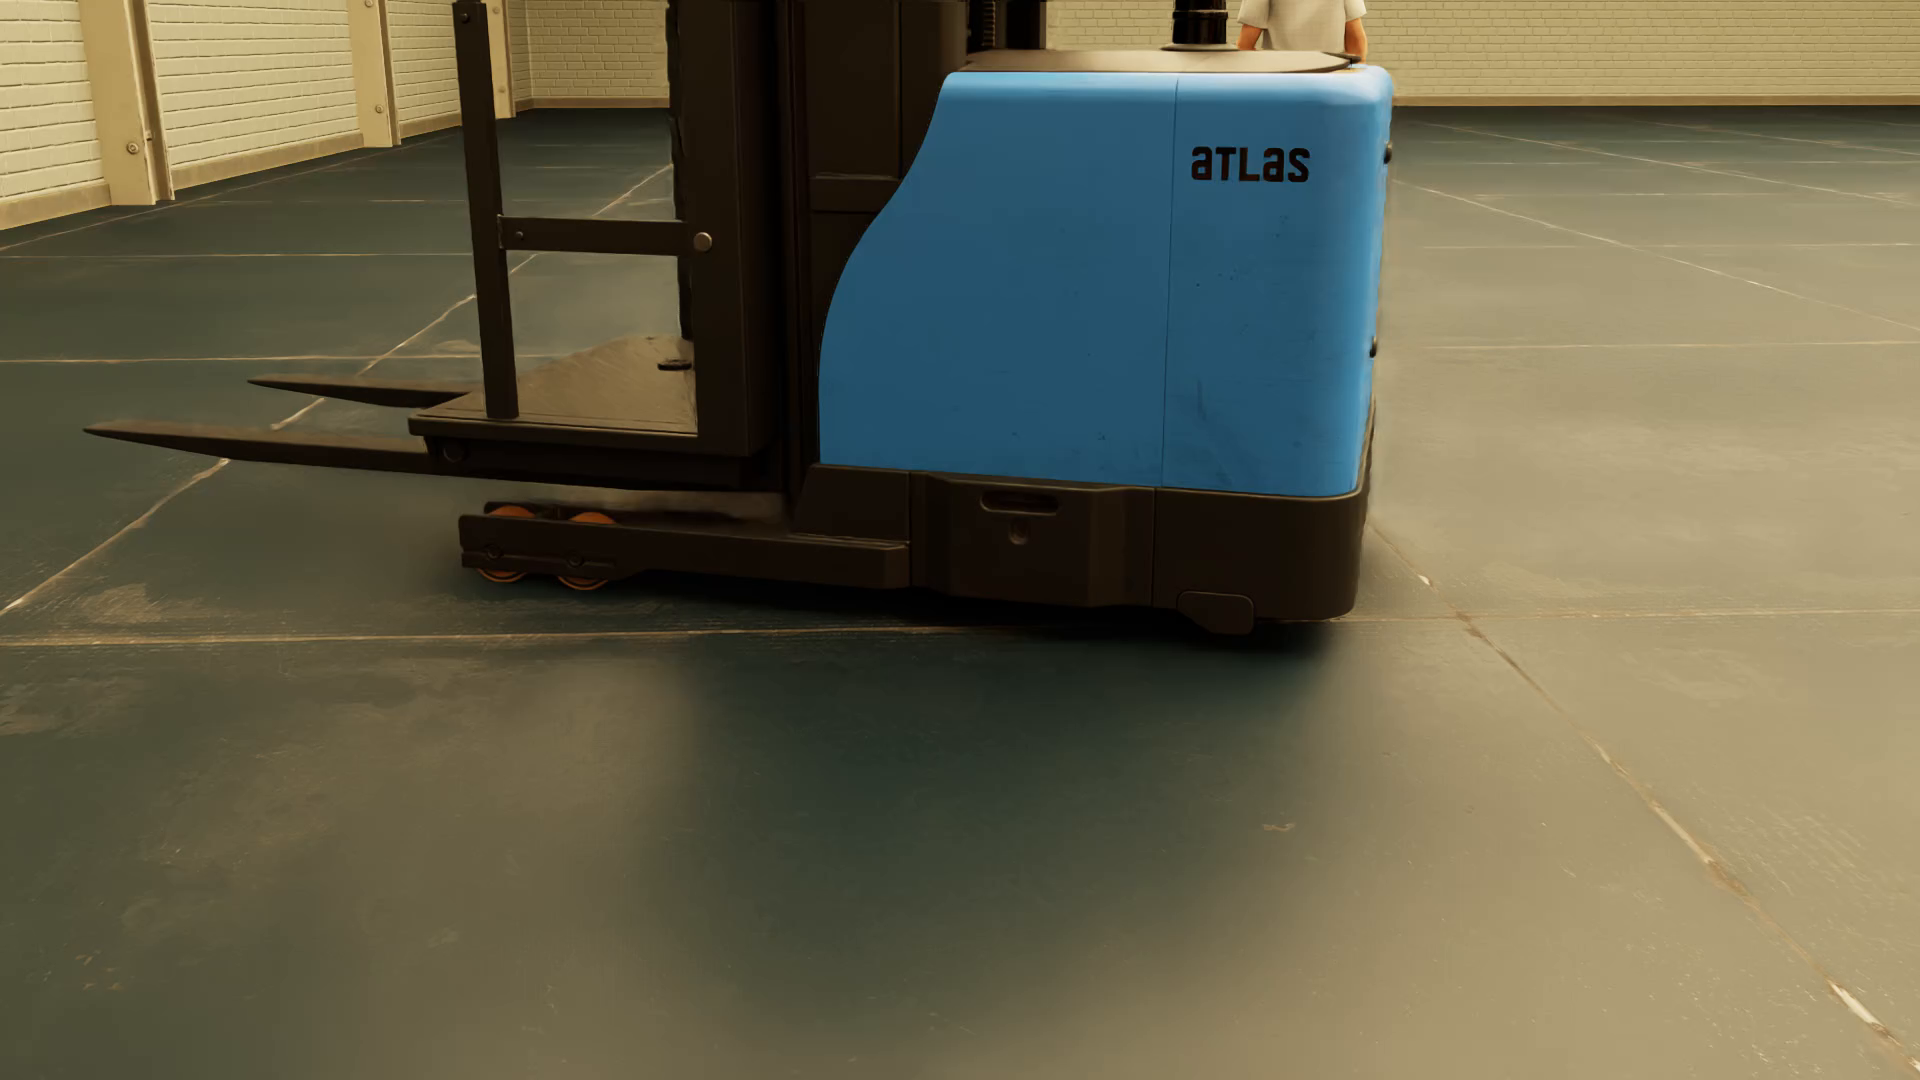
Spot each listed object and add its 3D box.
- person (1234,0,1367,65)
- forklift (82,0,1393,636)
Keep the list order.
[{"bbox_3d":[1.296,-1.662,6.461,0.550,1.676,0.550,-1,17,-2],"label":"person"},{"bbox_3d":[-0.586,-1.436,3.602,3.031,2.935,1.130,5,18,15],"label":"forklift"}]
